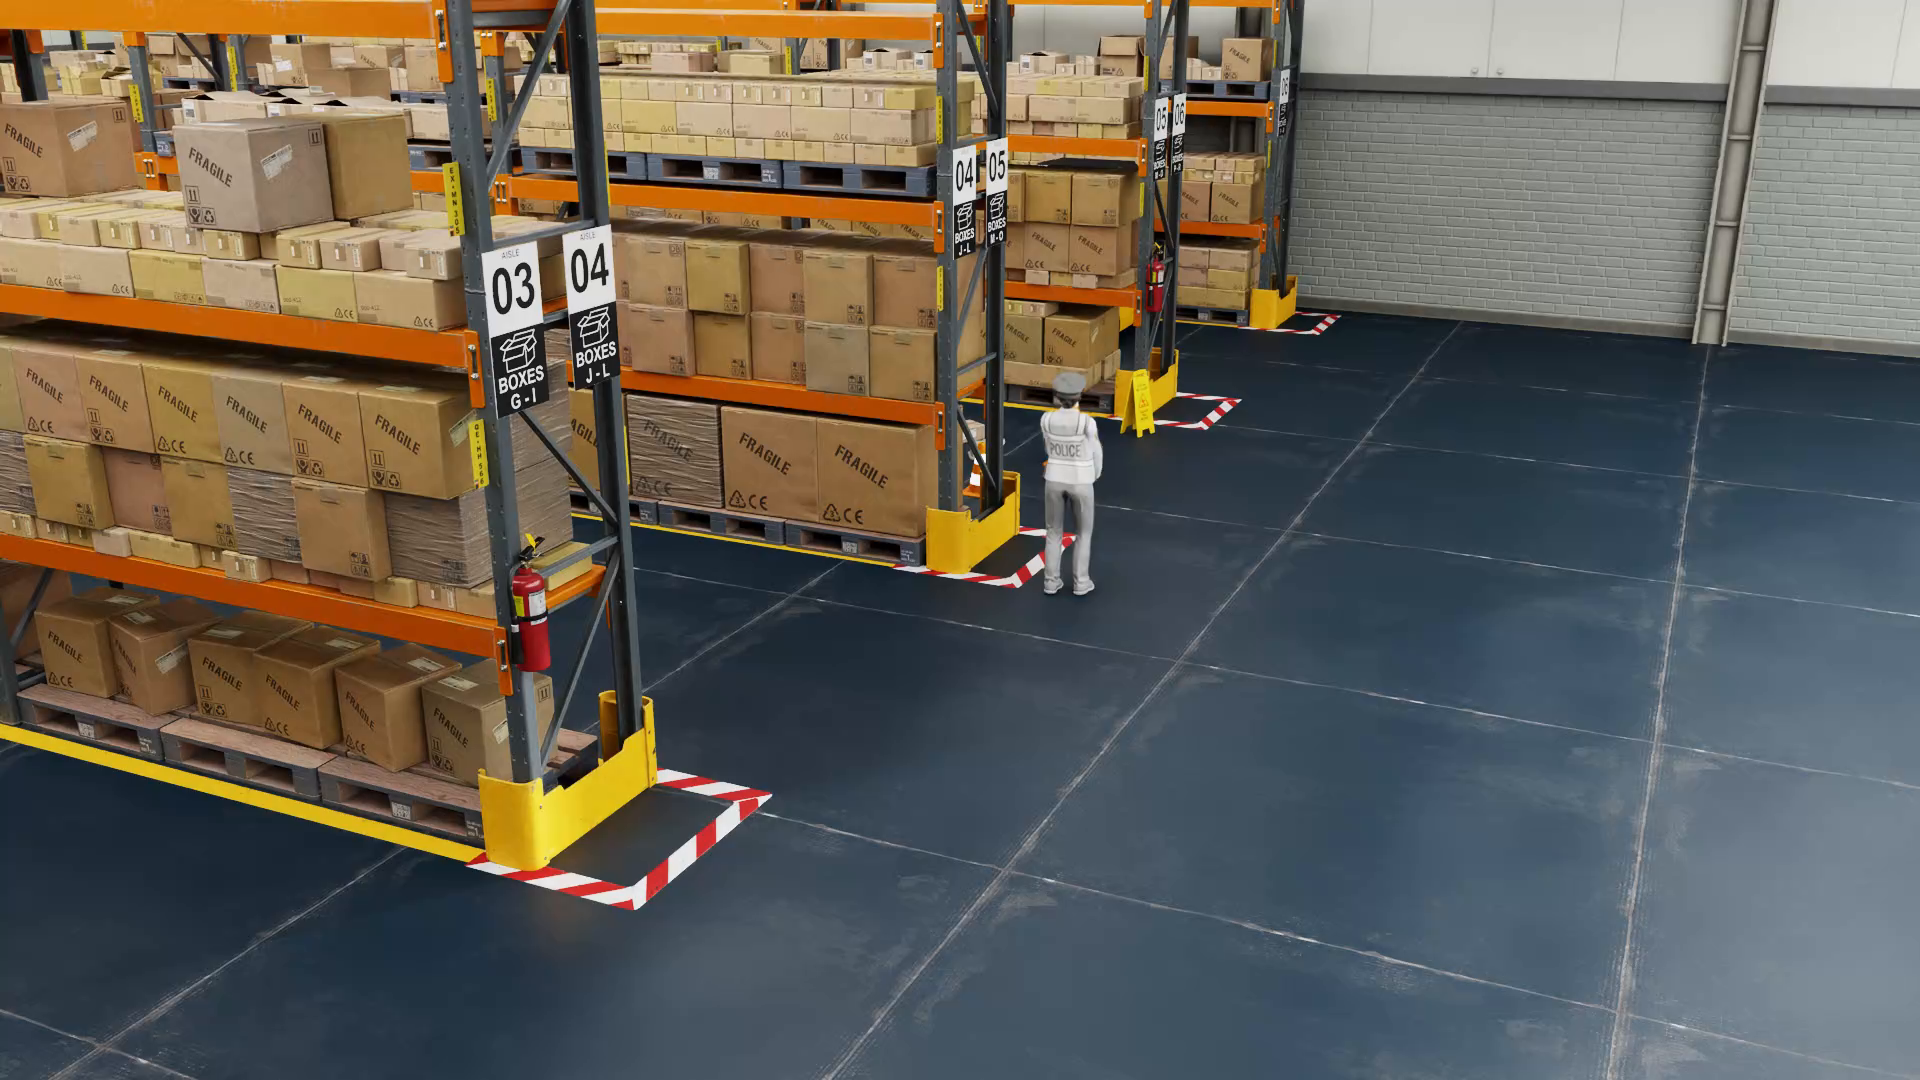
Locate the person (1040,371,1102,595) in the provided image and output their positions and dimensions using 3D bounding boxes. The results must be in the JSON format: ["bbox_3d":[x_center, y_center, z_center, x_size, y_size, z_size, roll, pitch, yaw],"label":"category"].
[{"bbox_3d":[0.828,-0.427,12.265,0.434,1.691,0.516,7,20,18],"label":"person"}]
